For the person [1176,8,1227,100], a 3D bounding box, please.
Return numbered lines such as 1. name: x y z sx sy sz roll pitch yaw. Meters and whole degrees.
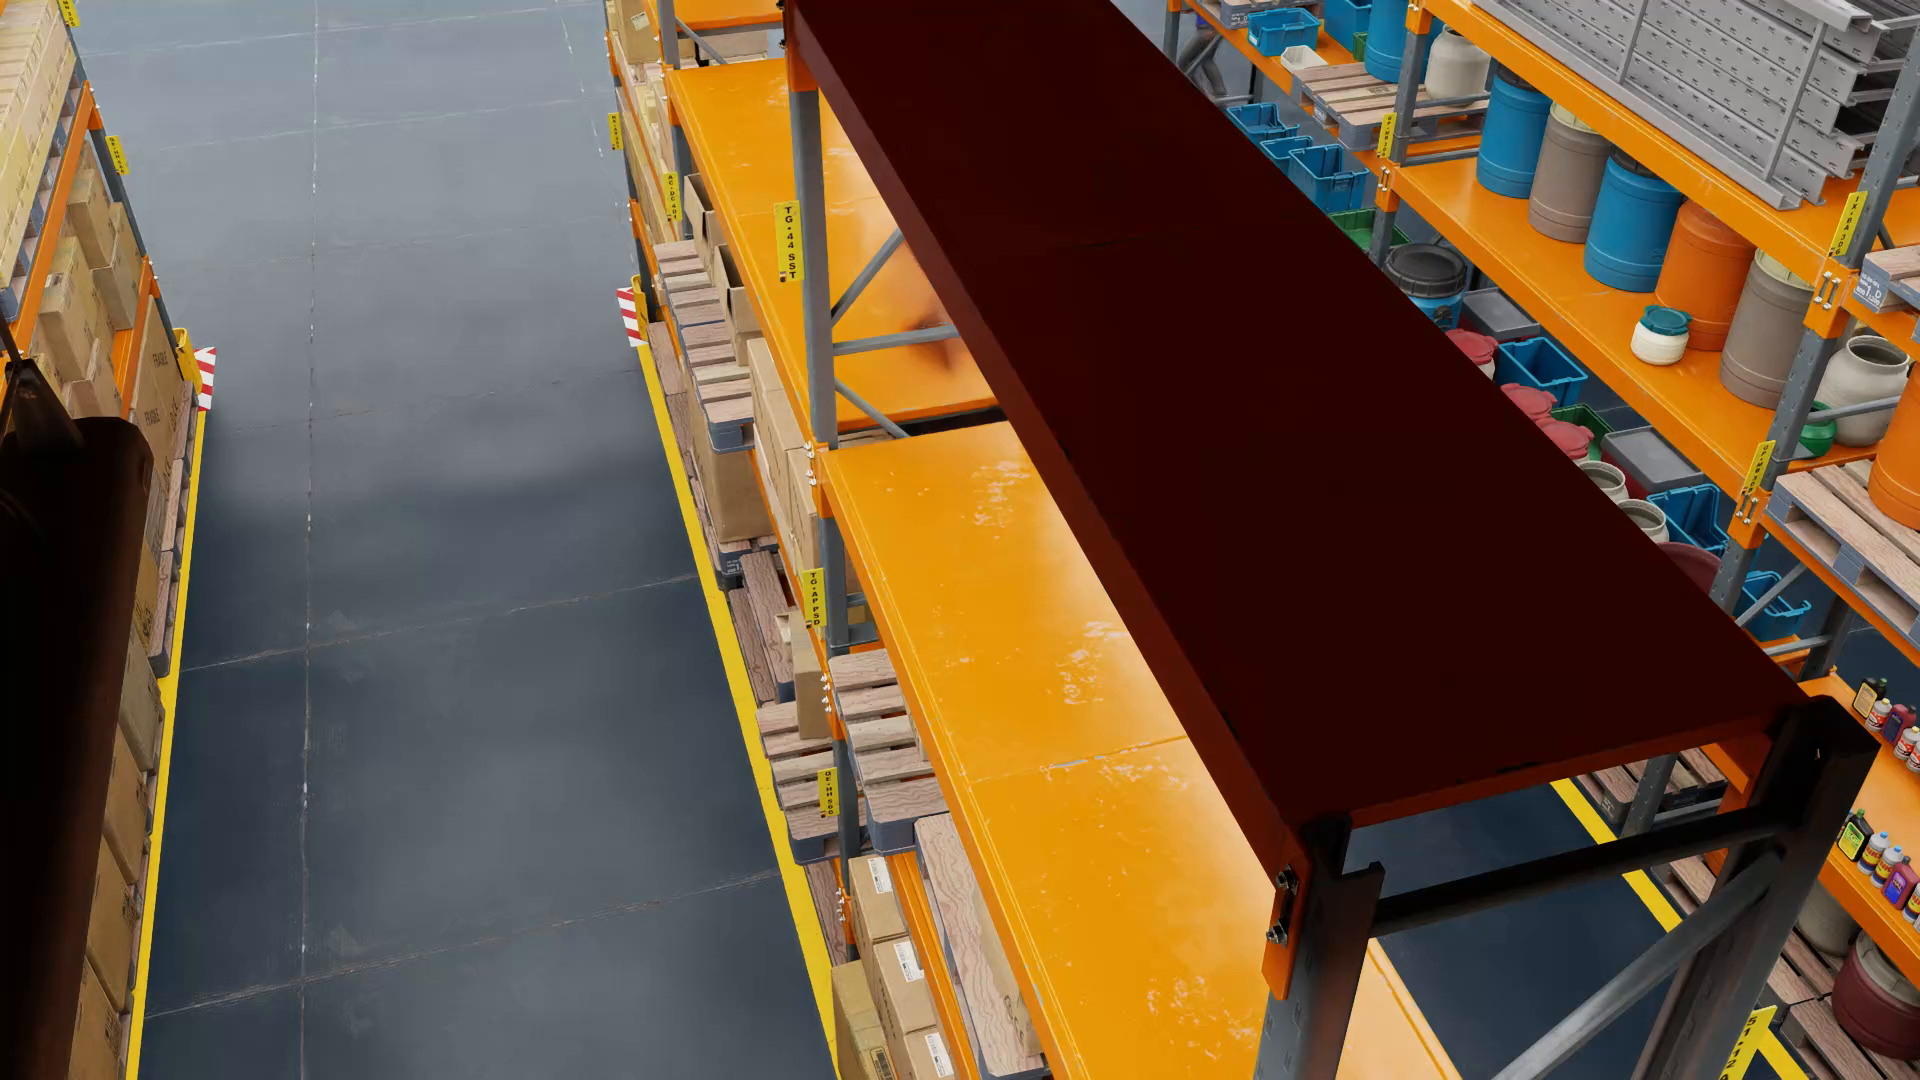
1. person: 2.727 -5.643 18.625 0.688 1.664 0.544 7 39 8
